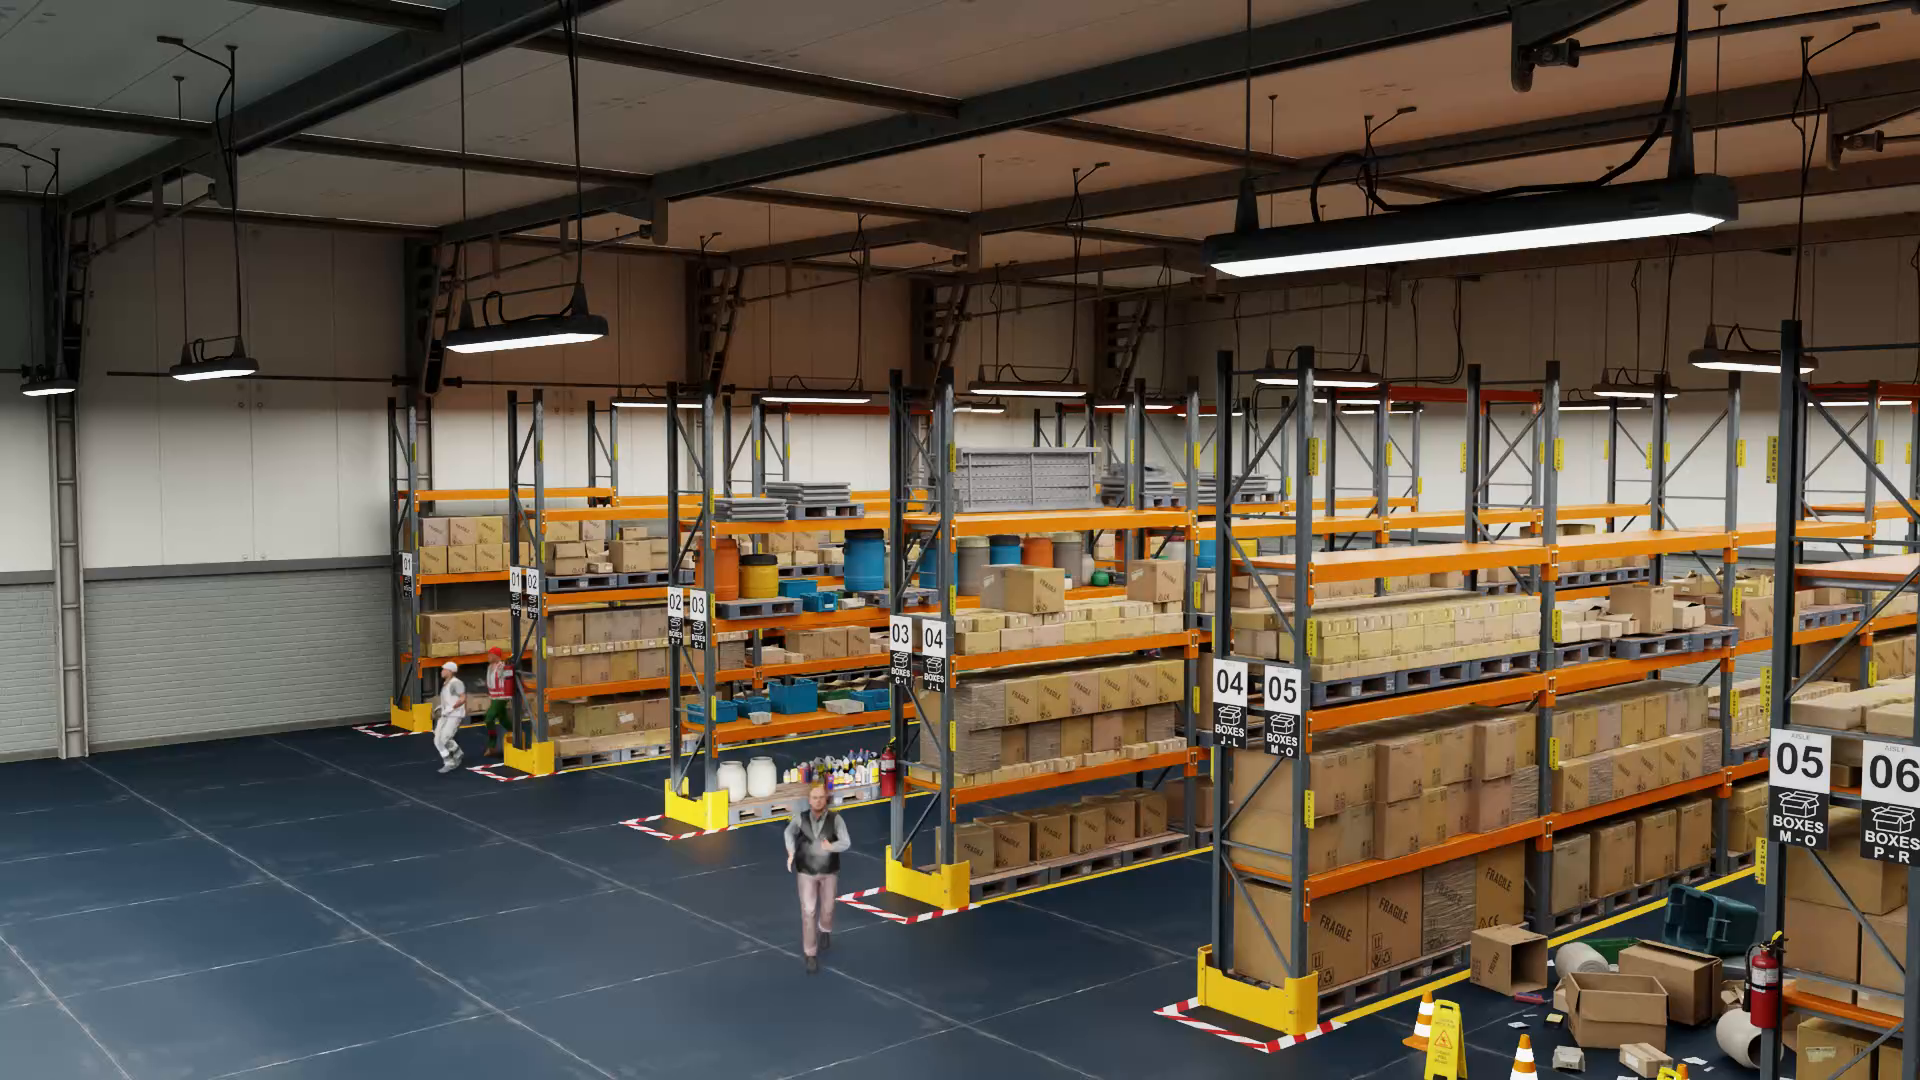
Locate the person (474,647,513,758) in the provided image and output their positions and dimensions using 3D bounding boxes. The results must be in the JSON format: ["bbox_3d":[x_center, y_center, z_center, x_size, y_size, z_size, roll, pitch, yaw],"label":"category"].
[{"bbox_3d":[-7.631,2.666,27.657,0.848,1.810,0.670,-3,4,-41],"label":"person"}]

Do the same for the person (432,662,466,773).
[{"bbox_3d":[-8.069,2.782,26.181,0.829,1.738,0.543,2,4,36],"label":"person"}]

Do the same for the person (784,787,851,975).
[{"bbox_3d":[-1.410,3.315,16.497,0.649,1.730,0.938,0,3,-8],"label":"person"}]
